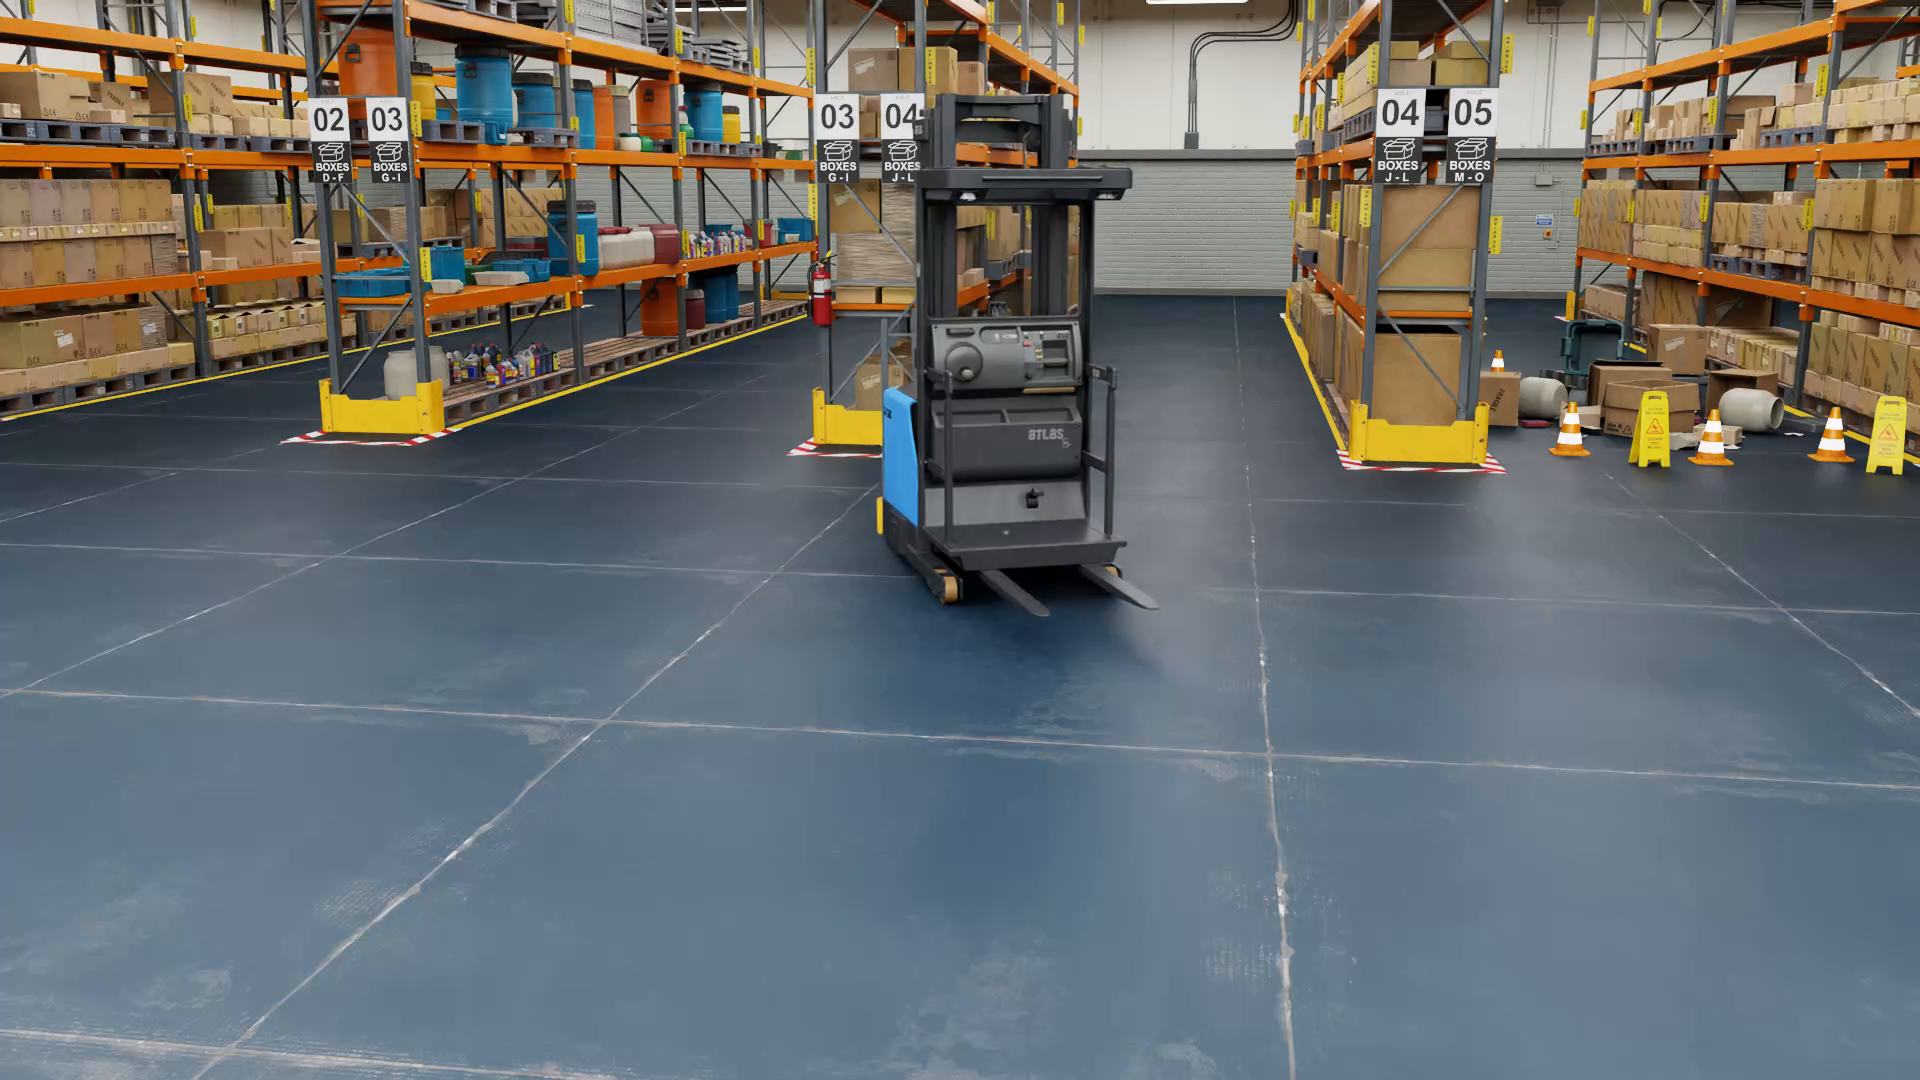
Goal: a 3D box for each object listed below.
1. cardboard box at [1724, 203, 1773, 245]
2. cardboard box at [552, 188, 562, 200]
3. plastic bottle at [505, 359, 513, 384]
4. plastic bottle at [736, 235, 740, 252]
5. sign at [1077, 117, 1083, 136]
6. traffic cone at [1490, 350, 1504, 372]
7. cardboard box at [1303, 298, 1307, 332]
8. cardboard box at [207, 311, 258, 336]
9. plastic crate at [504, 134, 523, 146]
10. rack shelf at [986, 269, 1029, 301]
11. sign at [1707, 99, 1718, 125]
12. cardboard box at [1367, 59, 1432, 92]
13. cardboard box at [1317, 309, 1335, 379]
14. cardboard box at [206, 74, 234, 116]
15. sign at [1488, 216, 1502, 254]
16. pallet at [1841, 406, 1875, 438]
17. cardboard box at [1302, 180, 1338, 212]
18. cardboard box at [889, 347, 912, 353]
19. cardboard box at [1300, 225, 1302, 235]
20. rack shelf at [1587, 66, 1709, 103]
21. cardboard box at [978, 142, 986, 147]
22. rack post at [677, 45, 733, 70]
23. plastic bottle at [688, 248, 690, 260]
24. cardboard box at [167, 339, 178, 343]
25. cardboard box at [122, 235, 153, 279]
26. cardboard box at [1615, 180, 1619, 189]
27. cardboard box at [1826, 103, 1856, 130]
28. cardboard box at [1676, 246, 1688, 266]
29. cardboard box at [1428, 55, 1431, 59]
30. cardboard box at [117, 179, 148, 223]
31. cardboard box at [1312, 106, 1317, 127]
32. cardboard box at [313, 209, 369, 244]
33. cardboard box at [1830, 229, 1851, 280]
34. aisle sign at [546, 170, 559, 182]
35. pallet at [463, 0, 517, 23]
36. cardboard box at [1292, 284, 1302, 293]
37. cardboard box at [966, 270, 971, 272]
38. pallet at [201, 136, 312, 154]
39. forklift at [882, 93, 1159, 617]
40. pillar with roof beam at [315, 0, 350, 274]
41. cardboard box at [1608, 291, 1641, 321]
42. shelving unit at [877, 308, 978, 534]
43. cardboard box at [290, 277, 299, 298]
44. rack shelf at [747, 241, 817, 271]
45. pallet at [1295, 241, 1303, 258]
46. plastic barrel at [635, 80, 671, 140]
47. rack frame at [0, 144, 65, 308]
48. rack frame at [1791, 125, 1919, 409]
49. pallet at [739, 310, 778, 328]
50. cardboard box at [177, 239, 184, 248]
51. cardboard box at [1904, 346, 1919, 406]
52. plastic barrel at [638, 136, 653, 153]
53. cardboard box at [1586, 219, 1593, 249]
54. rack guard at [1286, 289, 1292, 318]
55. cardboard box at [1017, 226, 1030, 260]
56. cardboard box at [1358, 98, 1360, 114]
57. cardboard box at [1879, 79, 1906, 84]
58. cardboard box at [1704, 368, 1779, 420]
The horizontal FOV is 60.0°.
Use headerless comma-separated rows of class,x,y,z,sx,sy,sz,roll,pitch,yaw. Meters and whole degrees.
cardboard box,9.847,-3.928,20.662,0.500,0.500,0.500,3,12,12
cardboard box,-7.929,-6.468,31.776,0.500,0.500,0.500,2,12,8
plastic bottle,-5.044,-1.881,18.533,0.097,0.271,0.097,0,12,0
plastic bottle,-3.651,-4.809,26.981,0.152,0.276,0.135,2,12,9
sign,2.190,-7.550,30.374,0.100,0.325,0.005,2,12,9
traffic cone,6.394,-2.021,19.771,0.336,0.463,0.334,2,12,9
cardboard box,5.471,-3.424,25.197,0.500,0.500,0.500,2,12,11
cardboard box,-9.586,-2.851,21.802,0.500,0.311,0.500,2,12,8
plastic crate,-4.931,-4.363,18.124,0.243,0.136,0.396,2,12,9
rack shelf,0.118,-3.277,21.286,1.077,0.370,4.000,2,12,9
sign,9.670,-5.501,21.365,0.100,0.325,0.005,2,12,9
cardboard box,3.880,-4.101,14.700,0.500,0.250,0.500,2,12,9
cardboard box,4.702,-2.268,19.241,1.050,0.750,0.750,2,12,8
cardboard box,-9.779,-5.745,21.491,0.500,0.500,0.500,3,13,14
sign,4.628,-2.640,14.383,0.100,0.325,0.005,2,12,9
pallet,9.349,-1.132,16.247,1.003,0.211,1.213,2,12,9
cardboard box,5.731,-5.485,26.510,0.500,0.500,0.500,1,12,7
cardboard box,-0.519,-1.748,17.419,0.500,0.500,0.500,3,13,14
cardboard box,5.173,-4.531,24.291,0.380,0.149,0.250,2,12,8
rack shelf,11.140,-7.358,26.934,1.077,0.370,4.000,2,12,9
cardboard box,-0.002,-4.502,18.499,0.500,0.250,0.500,2,12,11
rack post,-4.039,-7.301,25.197,0.937,0.300,0.954,3,13,15
plastic bottle,-4.023,-4.231,24.479,0.097,0.201,0.097,0,12,0
cardboard box,-10.200,-2.491,21.461,0.500,0.250,0.500,2,12,8
cardboard box,-10.114,-3.380,19.821,0.700,0.500,0.500,2,12,8
cardboard box,10.825,-5.750,26.902,0.380,0.149,0.250,2,12,7
cardboard box,9.264,-4.347,17.073,0.500,0.250,0.500,2,12,7
cardboard box,10.102,-3.871,22.691,0.500,0.250,0.500,2,12,10
cardboard box,4.682,-4.562,15.893,0.380,0.149,0.250,2,12,9
cardboard box,-10.116,-4.019,19.706,0.700,0.500,0.500,2,12,9
cardboard box,5.559,-6.101,24.319,0.797,0.503,0.637,2,12,8
cardboard box,-9.377,-4.756,25.206,0.700,0.500,0.500,-2,12,-10
cardboard box,9.205,-2.898,16.875,0.500,0.500,0.500,2,12,8
aisle sign,-7.819,-7.307,32.109,0.394,0.787,0.004,2,12,9
pallet,-5.368,-5.590,17.471,1.003,0.211,1.213,2,12,9
cardboard box,6.036,-4.423,29.256,0.380,0.149,0.250,2,12,8
cardboard box,-0.078,-2.933,18.581,0.380,0.149,0.250,2,12,9
pallet,-9.548,-5.364,22.589,1.003,0.211,1.213,2,12,11
forklift,0.343,-1.147,9.860,1.130,2.935,3.031,-3,13,-14
pillar with roof beam,-9.213,-9.575,34.563,9.100,9.000,0.548,2,12,9
cardboard box,11.172,-3.823,27.197,0.875,0.438,0.875,2,12,7
shelving unit,-0.202,-0.881,12.021,0.587,1.500,1.083,2,12,10
cardboard box,-13.113,-4.922,32.148,0.700,0.500,0.500,2,12,8
rack shelf,-3.546,-5.103,29.758,1.077,0.370,4.000,2,12,9
pallet,5.665,-4.448,25.466,1.003,0.211,1.213,2,12,9
plastic barrel,-4.378,-6.205,24.029,0.600,0.830,0.708,2,12,9
rack frame,-14.258,-4.526,25.376,1.000,3.000,0.127,2,12,9
rack frame,9.602,-2.891,17.789,1.000,3.000,0.127,2,12,9
pallet,-3.779,-3.829,28.760,1.003,0.211,1.213,2,12,9
cardboard box,-13.515,-5.061,28.405,0.380,0.149,0.250,2,12,10
cardboard box,8.853,-1.461,14.904,0.500,0.500,0.500,2,12,9
plastic barrel,-4.456,-5.543,23.341,0.294,0.245,0.294,0,12,0
cardboard box,11.040,-5.241,28.456,0.500,0.500,0.500,2,12,8
rack guard,6.530,-4.291,30.216,1.175,0.500,0.348,2,12,9
cardboard box,0.769,-4.186,23.560,0.500,0.500,0.500,2,12,10
cardboard box,3.993,-4.140,15.826,0.380,0.149,0.250,2,12,9
cardboard box,10.155,-4.947,18.379,0.500,0.250,0.500,2,12,7
cardboard box,8.093,-1.491,17.221,0.500,0.500,0.500,-10,16,-40
